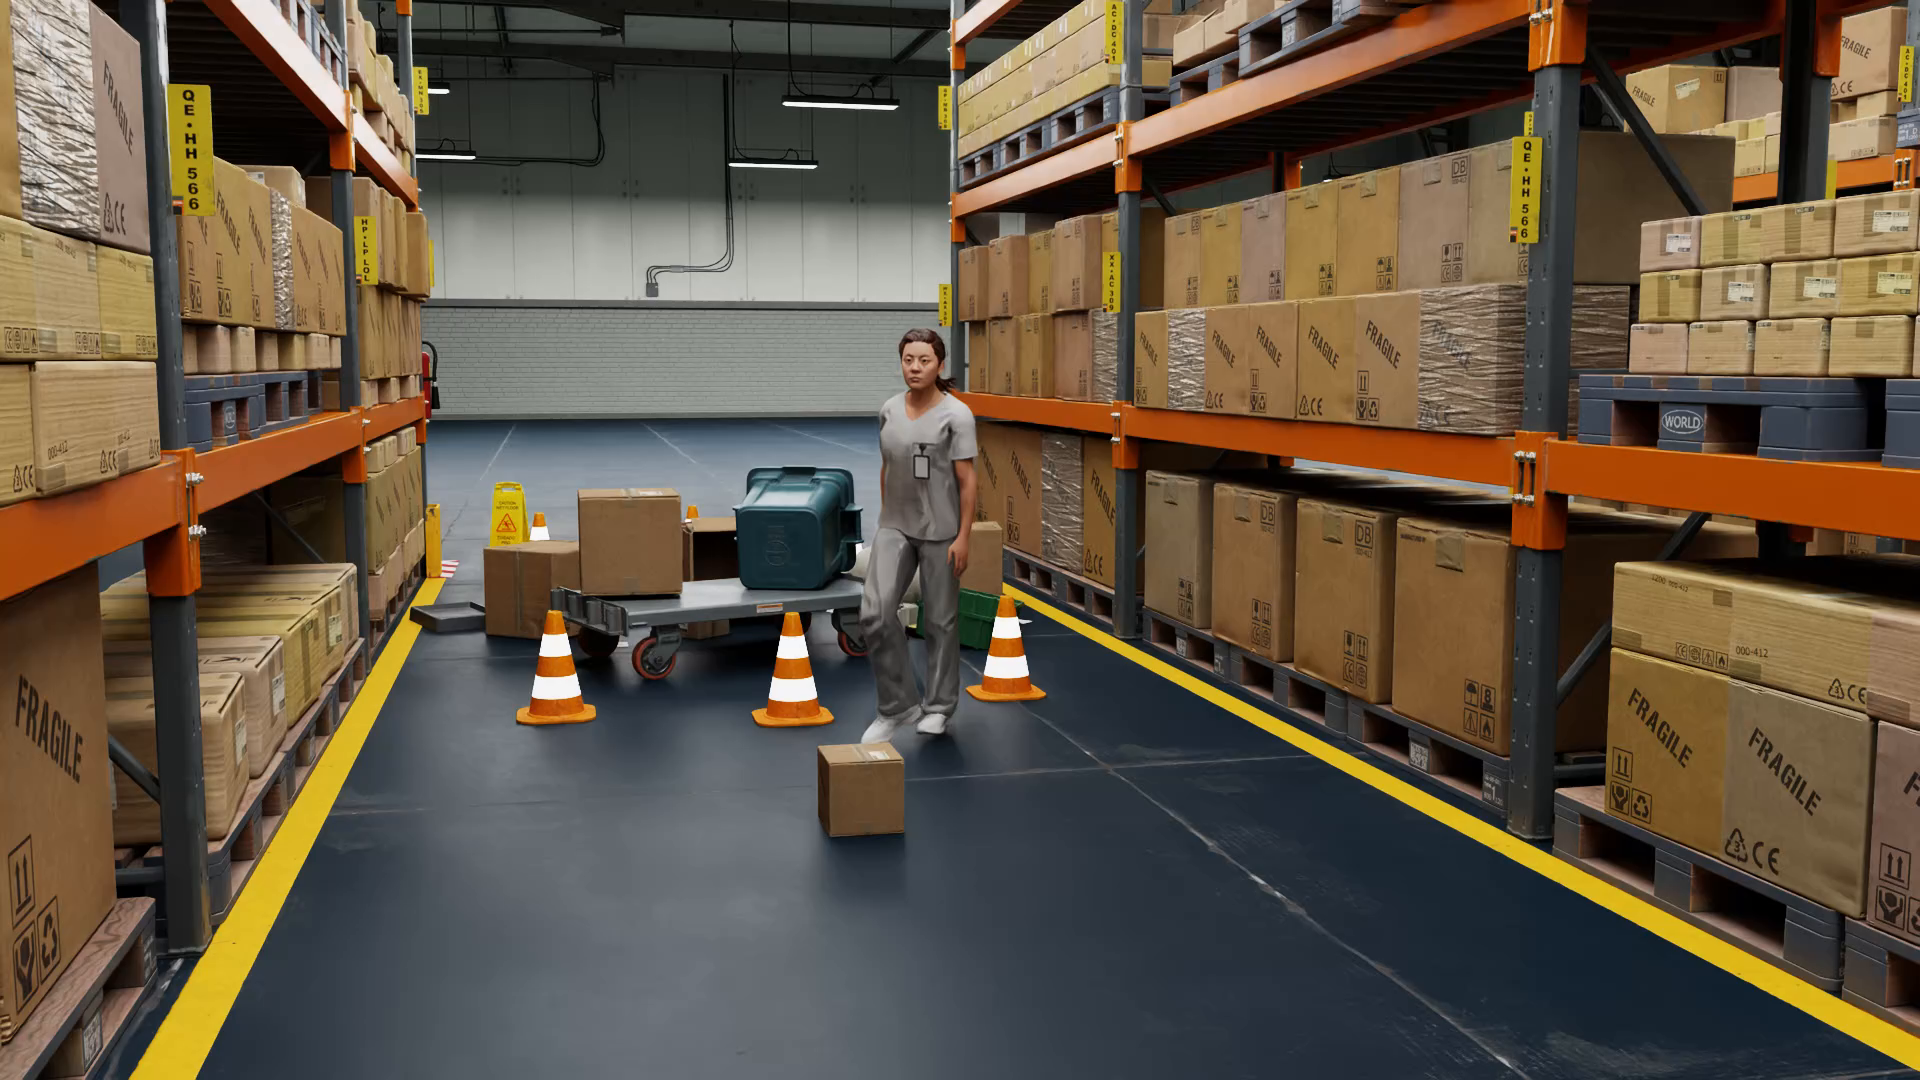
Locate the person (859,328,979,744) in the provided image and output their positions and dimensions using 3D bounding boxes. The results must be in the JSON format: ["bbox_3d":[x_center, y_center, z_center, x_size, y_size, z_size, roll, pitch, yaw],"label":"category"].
[{"bbox_3d":[-0.131,-0.007,6.683,0.472,1.673,0.527,2,7,21],"label":"person"}]
